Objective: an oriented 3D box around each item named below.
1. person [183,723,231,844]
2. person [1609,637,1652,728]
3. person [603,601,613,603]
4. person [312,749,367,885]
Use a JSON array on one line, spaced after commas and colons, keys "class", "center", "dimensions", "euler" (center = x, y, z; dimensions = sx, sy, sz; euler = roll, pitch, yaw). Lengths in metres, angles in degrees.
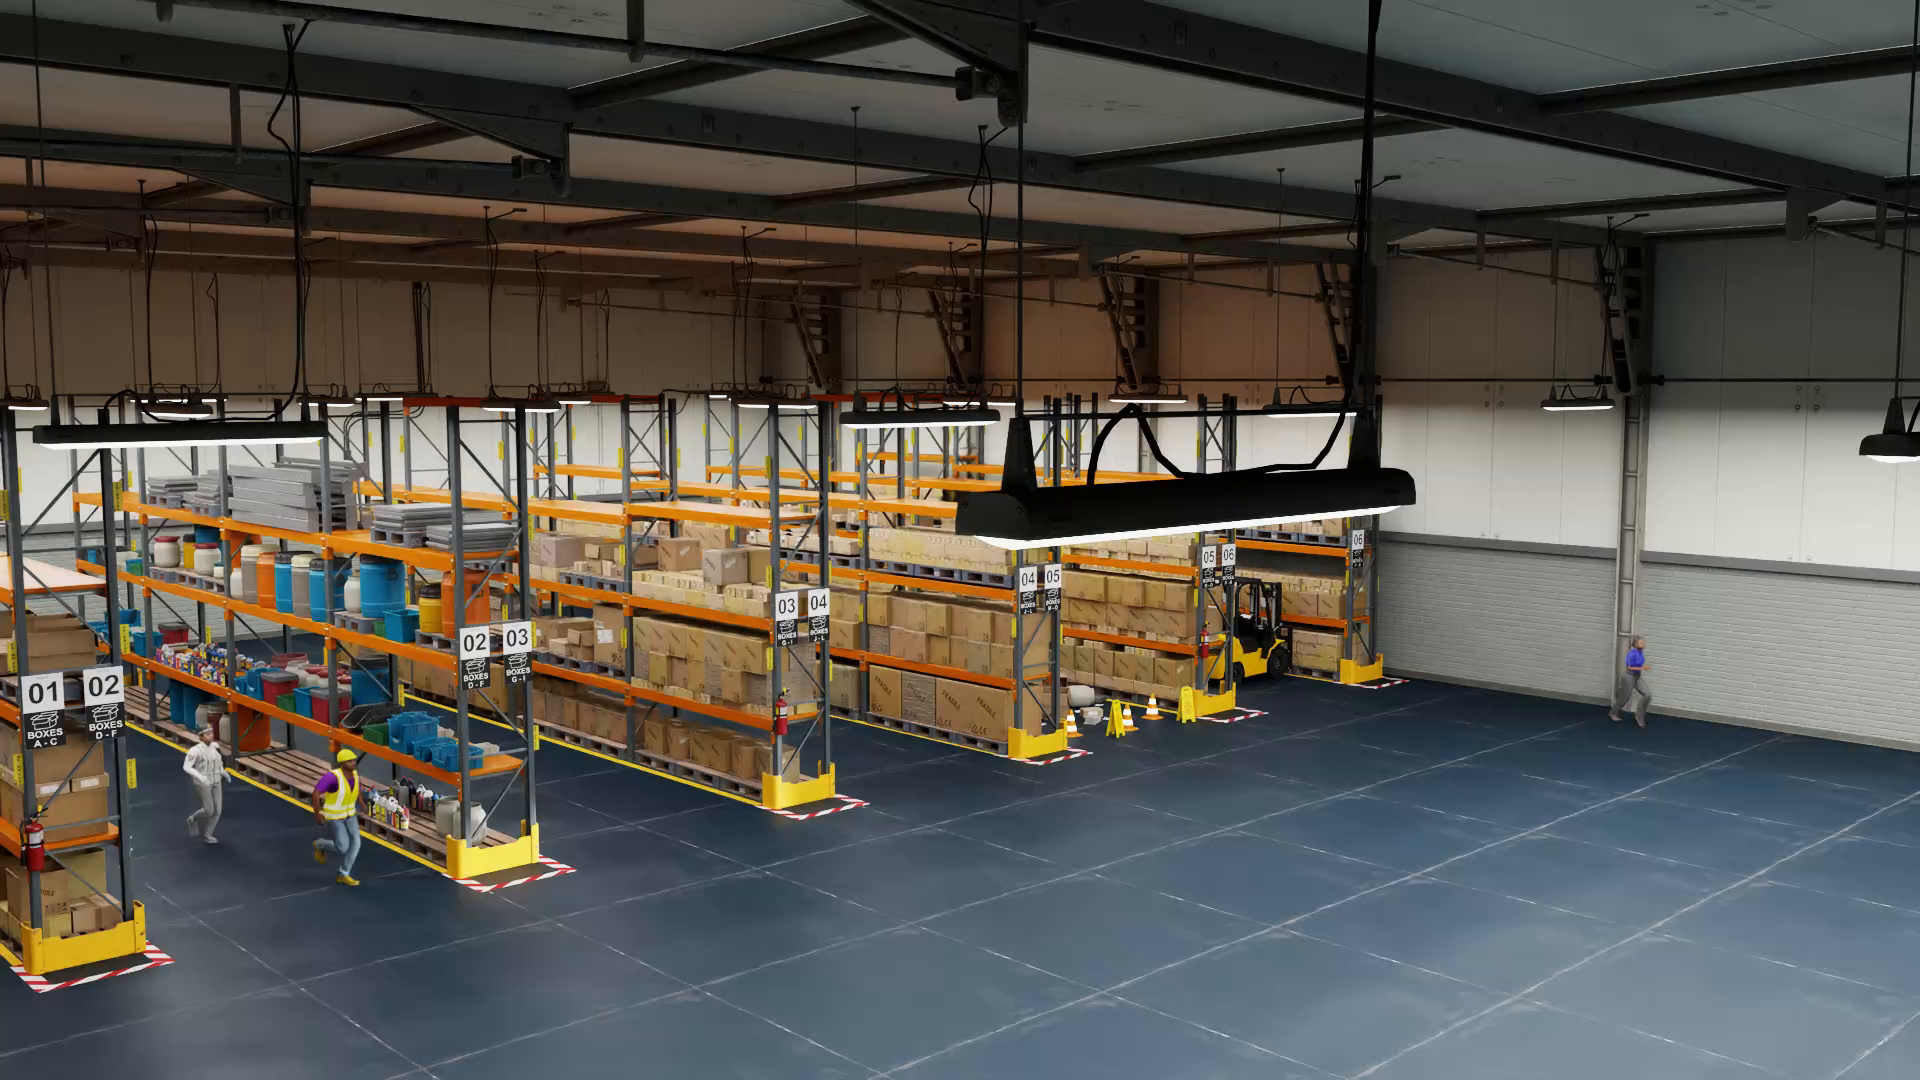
[{"class": "person", "center": [-10.299, 3.313, 22.714], "dimensions": [0.543, 1.652, 0.577], "euler": [3, 6, 26]}, {"class": "person", "center": [12.270, 2.590, 30.395], "dimensions": [0.599, 1.671, 0.831], "euler": [-4, 7, -37]}, {"class": "person", "center": [-7.378, 2.099, 34.986], "dimensions": [0.798, 1.744, 0.636], "euler": [5, 8, 43]}, {"class": "person", "center": [-7.838, 3.472, 20.938], "dimensions": [0.703, 1.713, 0.729], "euler": [3, 6, 25]}]
